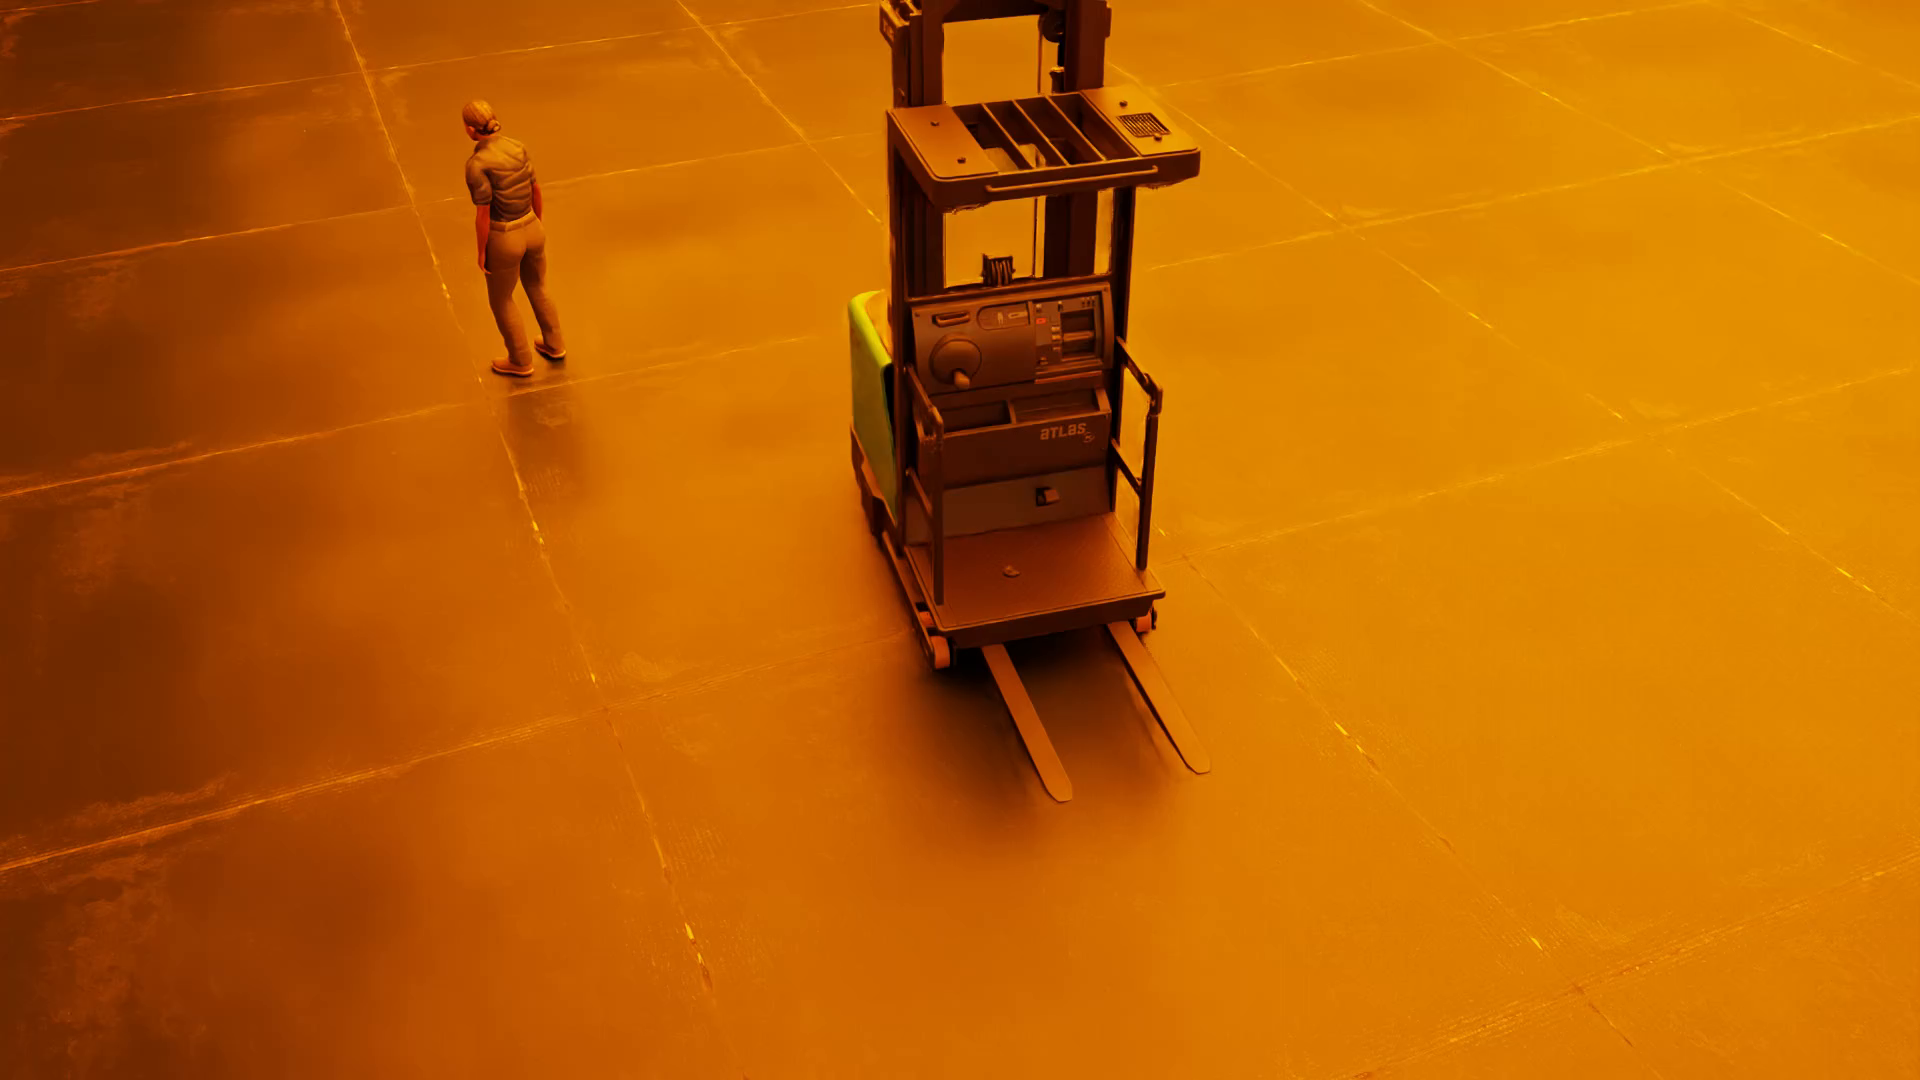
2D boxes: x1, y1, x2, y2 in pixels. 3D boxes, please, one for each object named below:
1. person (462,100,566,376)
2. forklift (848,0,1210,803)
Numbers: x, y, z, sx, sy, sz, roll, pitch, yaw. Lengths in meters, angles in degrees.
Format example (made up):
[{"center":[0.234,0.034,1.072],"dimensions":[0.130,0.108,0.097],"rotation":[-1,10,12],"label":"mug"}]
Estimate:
[{"center":[-2.613,-1.751,9.667],"dimensions":[0.349,1.654,0.507],"rotation":[22,41,28],"label":"person"},{"center":[0.303,-0.844,7.286],"dimensions":[1.130,2.935,3.031],"rotation":[-9,36,-13],"label":"forklift"}]
